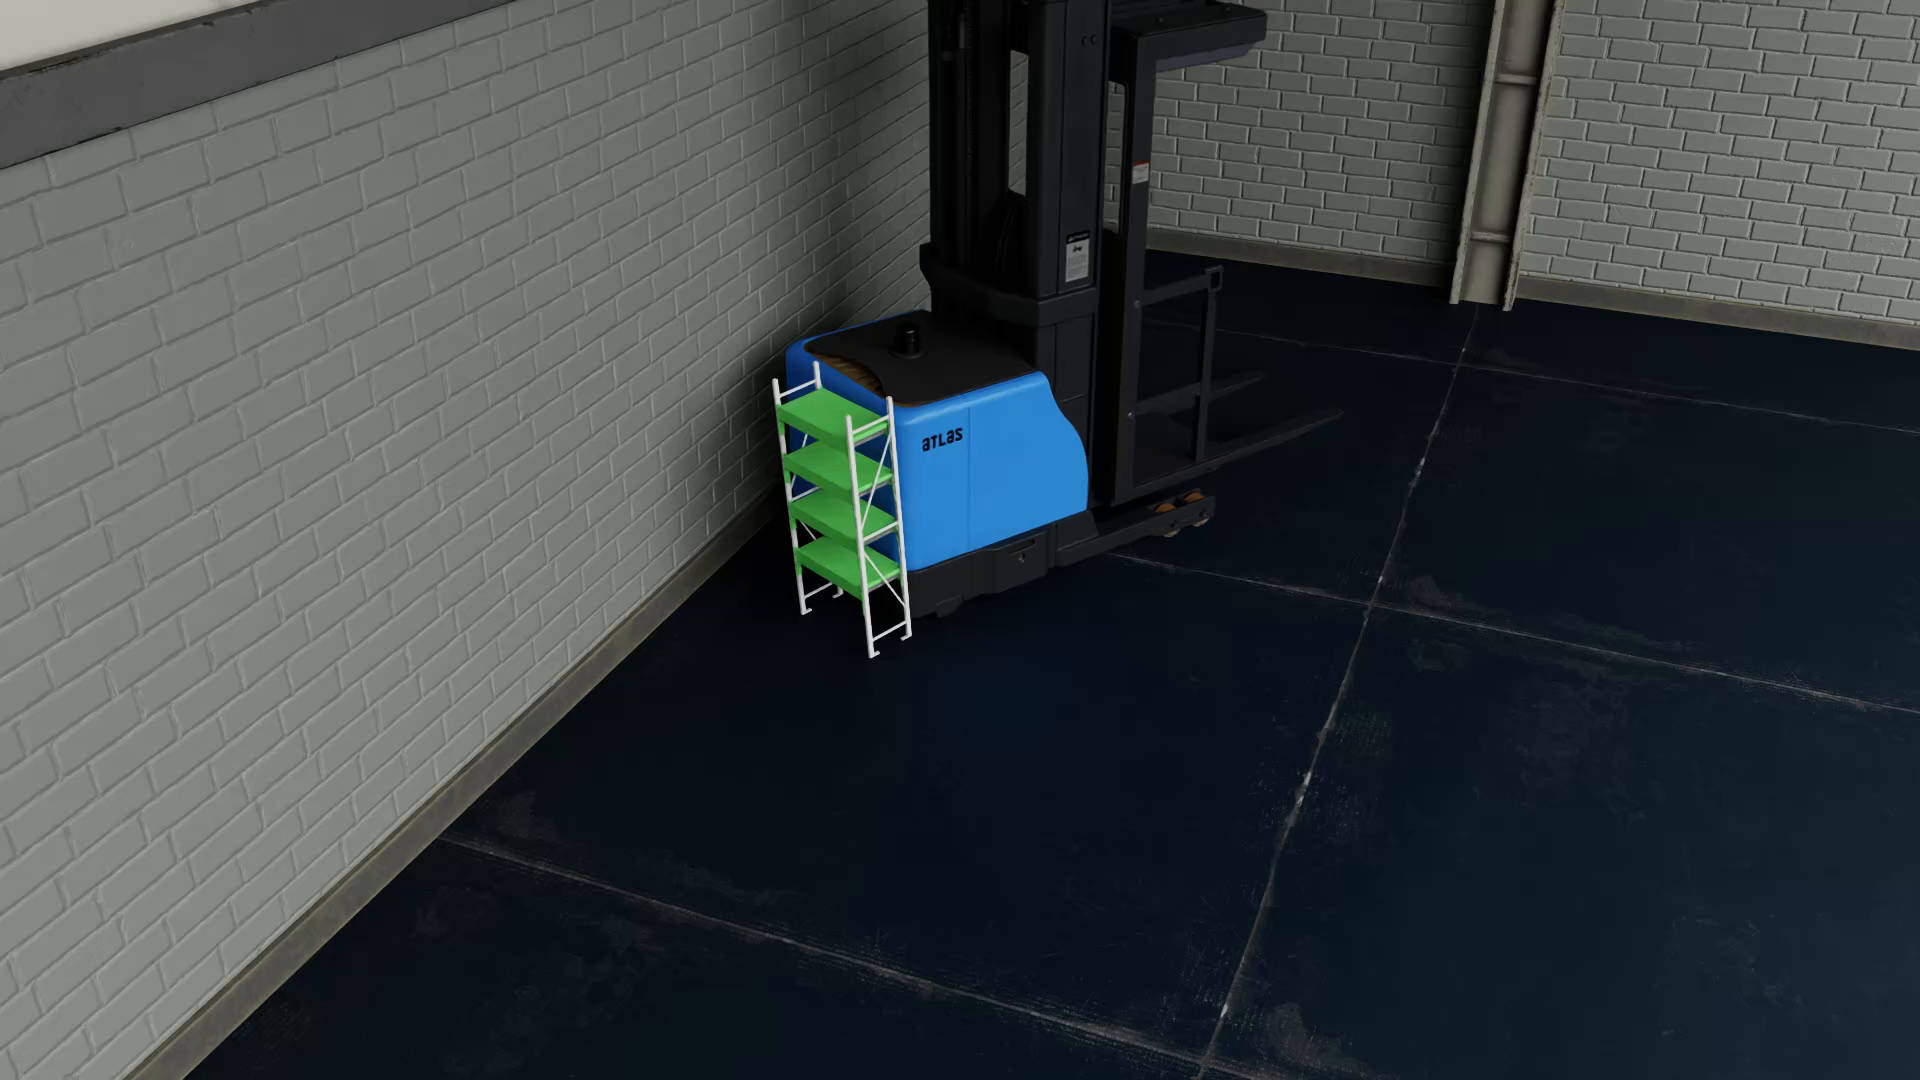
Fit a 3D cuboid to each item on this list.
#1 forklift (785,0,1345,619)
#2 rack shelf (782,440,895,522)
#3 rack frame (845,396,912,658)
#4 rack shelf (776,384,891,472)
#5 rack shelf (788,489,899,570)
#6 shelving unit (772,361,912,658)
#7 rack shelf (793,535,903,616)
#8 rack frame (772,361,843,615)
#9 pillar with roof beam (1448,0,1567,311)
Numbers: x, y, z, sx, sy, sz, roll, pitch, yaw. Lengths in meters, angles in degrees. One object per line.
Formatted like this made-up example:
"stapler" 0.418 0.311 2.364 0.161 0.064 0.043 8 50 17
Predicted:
"forklift" 0.671 -1.482 7.893 3.031 2.935 1.130 -19 35 -31
"rack shelf" -0.514 -0.273 7.139 0.258 0.148 0.480 -28 40 -33
"rack frame" -0.341 -0.035 7.075 0.240 1.200 0.015 -28 40 -33
"rack shelf" -0.526 -0.476 7.011 0.258 0.148 0.480 -28 40 -33
"rack shelf" -0.502 -0.070 7.266 0.258 0.148 0.480 -28 40 -33
"shelving unit" -0.505 -0.124 7.232 0.258 1.200 0.503 -28 40 -33
"rack shelf" -0.489 0.133 7.394 0.258 0.148 0.480 -28 40 -33
"rack frame" -0.669 -0.212 7.389 0.240 1.200 0.015 -28 40 -33
"pillar with roof beam" 1.864 -3.561 5.404 0.400 9.000 9.100 11 31 19
